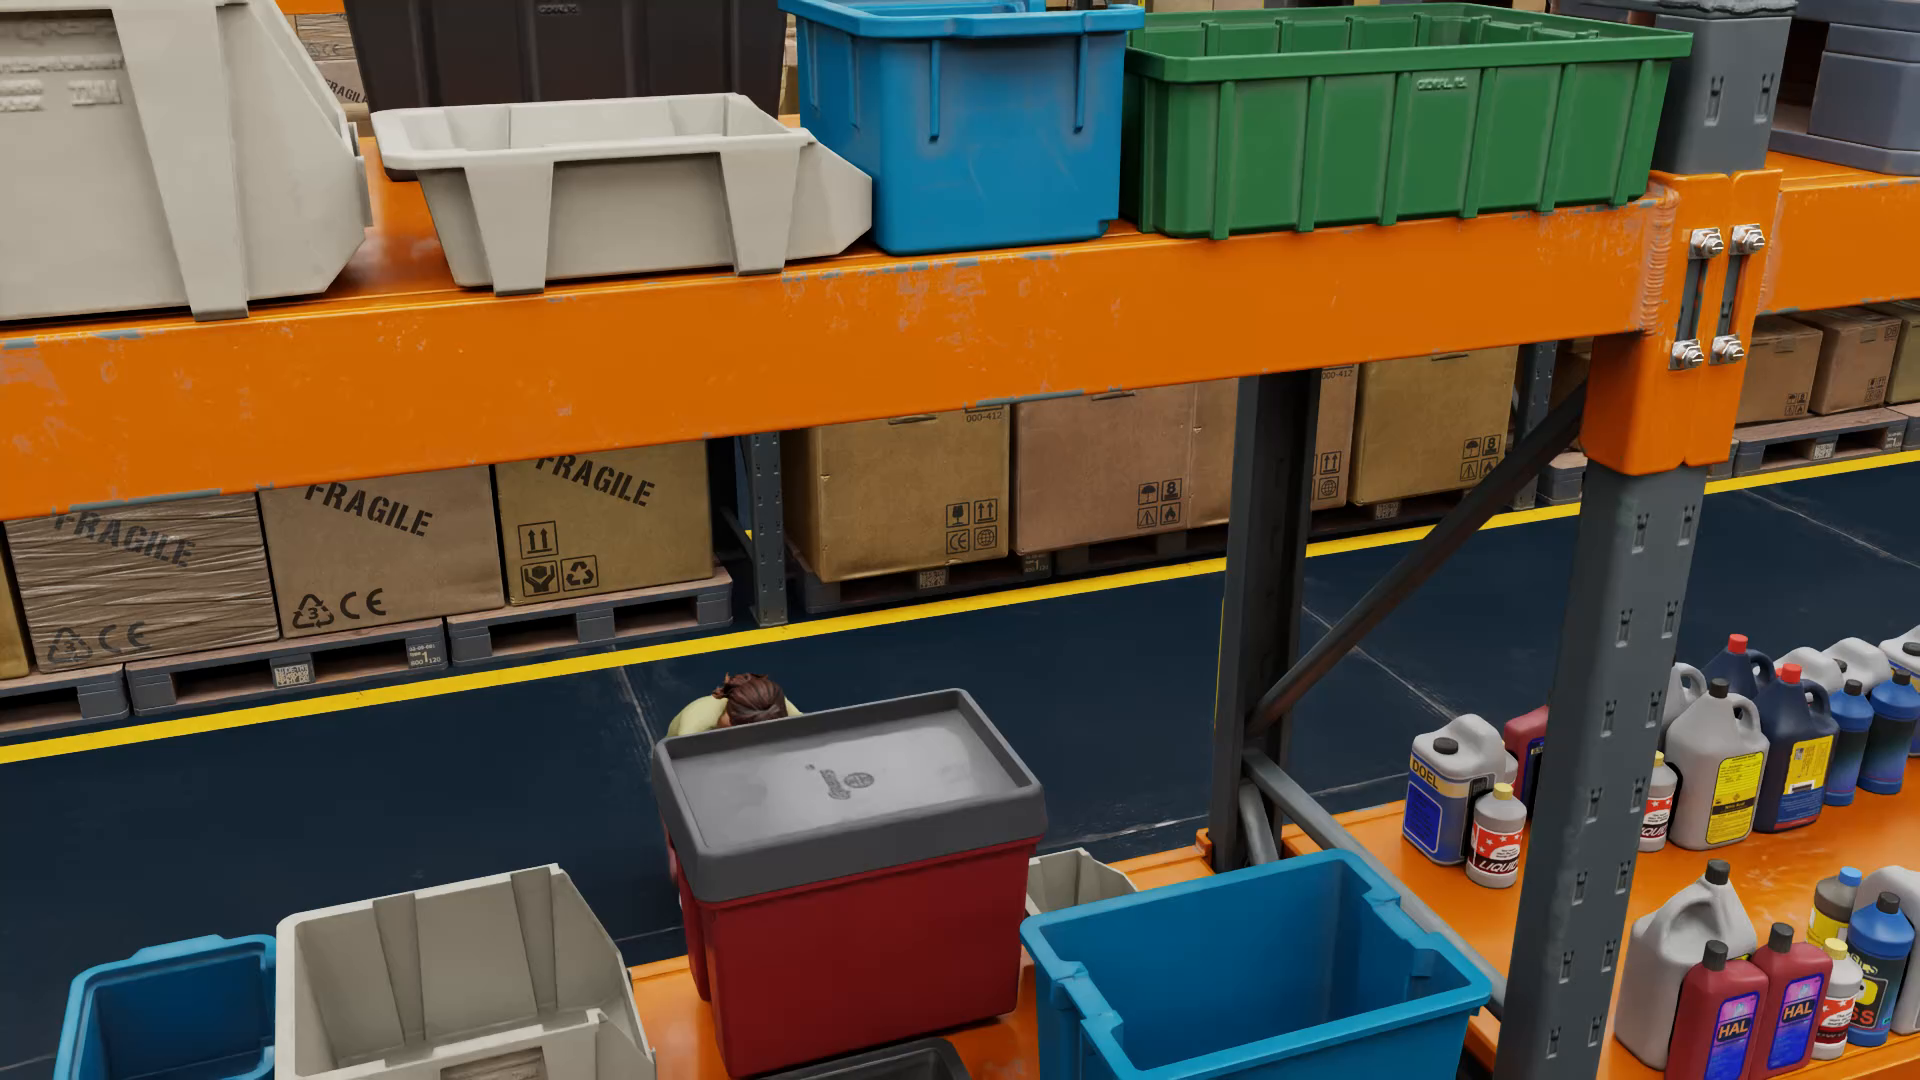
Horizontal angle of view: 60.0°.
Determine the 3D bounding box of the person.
[{"bbox_3d":[-0.706,0.778,5.206,0.478,0.931,0.806,-8,24,-19],"label":"person"}]
